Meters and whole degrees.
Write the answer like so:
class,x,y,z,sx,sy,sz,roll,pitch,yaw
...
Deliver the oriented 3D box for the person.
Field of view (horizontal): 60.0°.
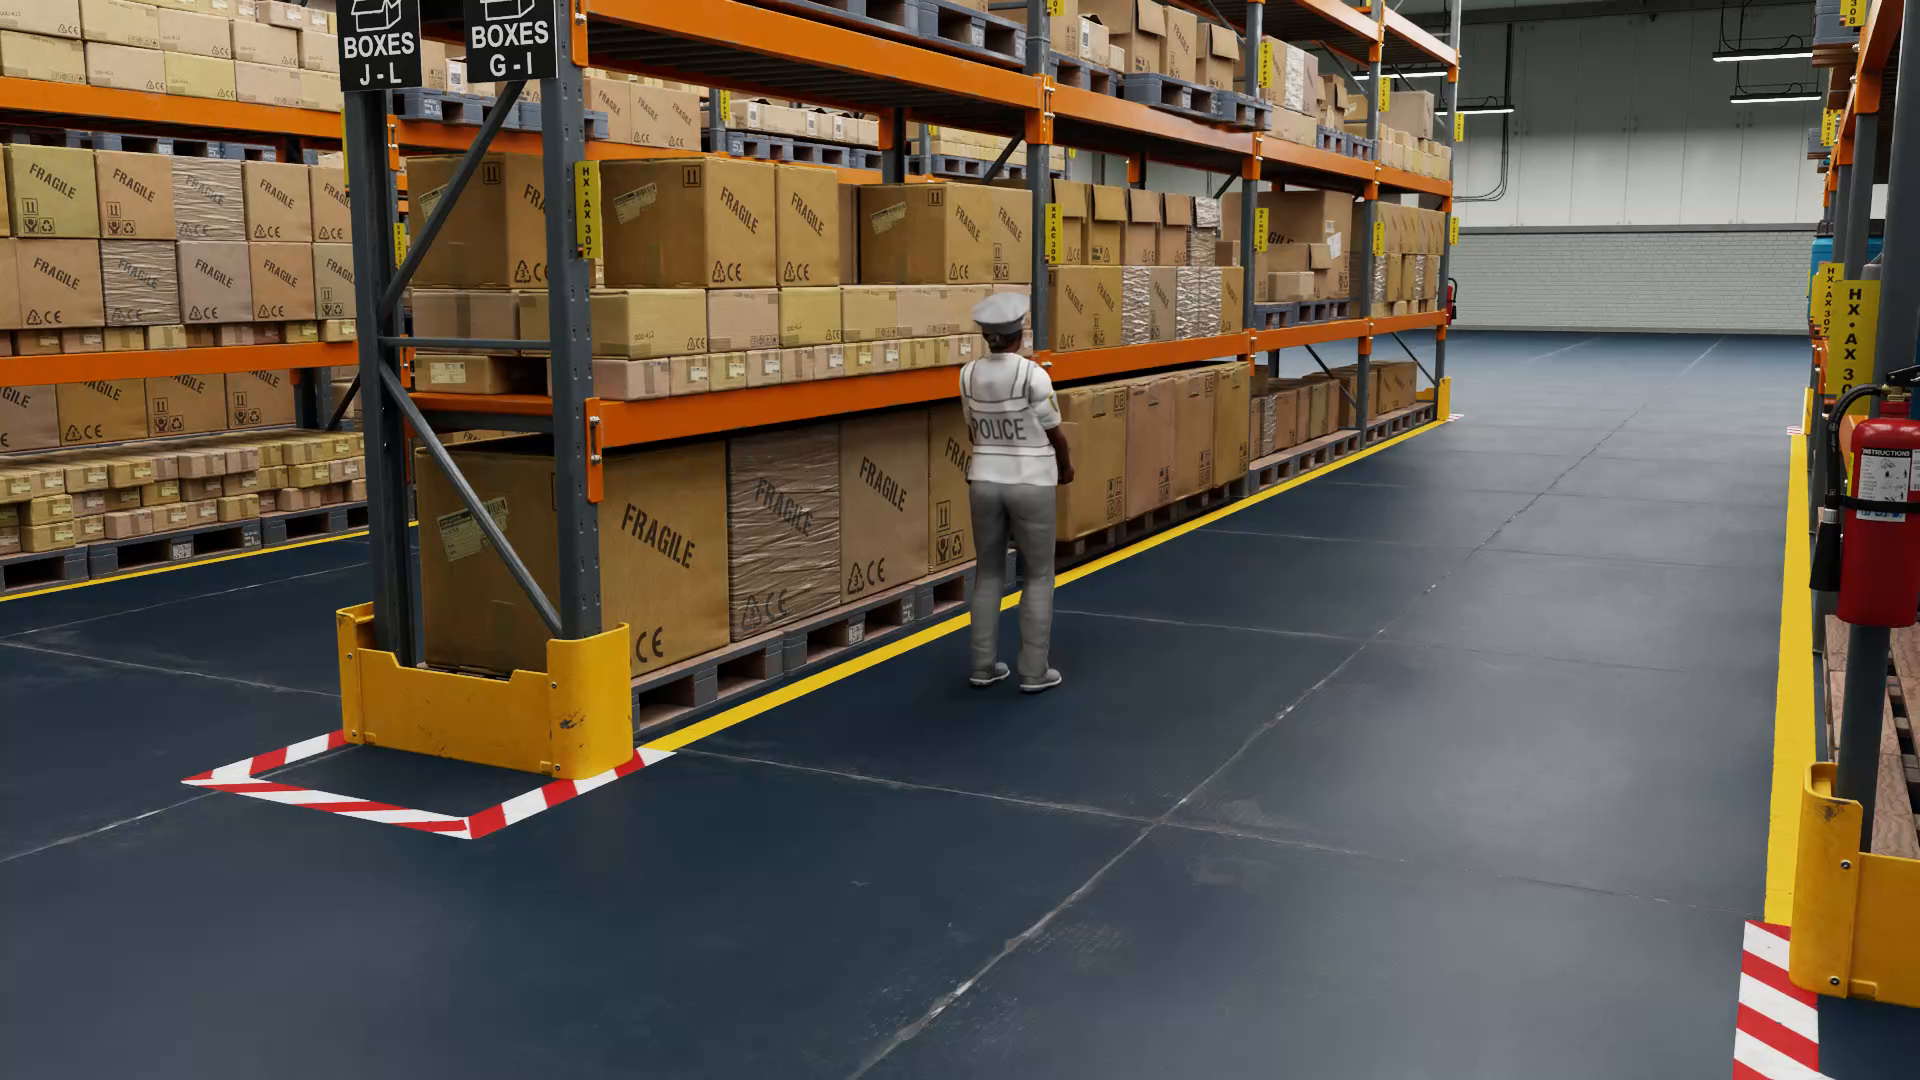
class,x,y,z,sx,sy,sz,roll,pitch,yaw
person,0.255,-0.213,7.113,0.450,1.687,0.533,5,10,27
